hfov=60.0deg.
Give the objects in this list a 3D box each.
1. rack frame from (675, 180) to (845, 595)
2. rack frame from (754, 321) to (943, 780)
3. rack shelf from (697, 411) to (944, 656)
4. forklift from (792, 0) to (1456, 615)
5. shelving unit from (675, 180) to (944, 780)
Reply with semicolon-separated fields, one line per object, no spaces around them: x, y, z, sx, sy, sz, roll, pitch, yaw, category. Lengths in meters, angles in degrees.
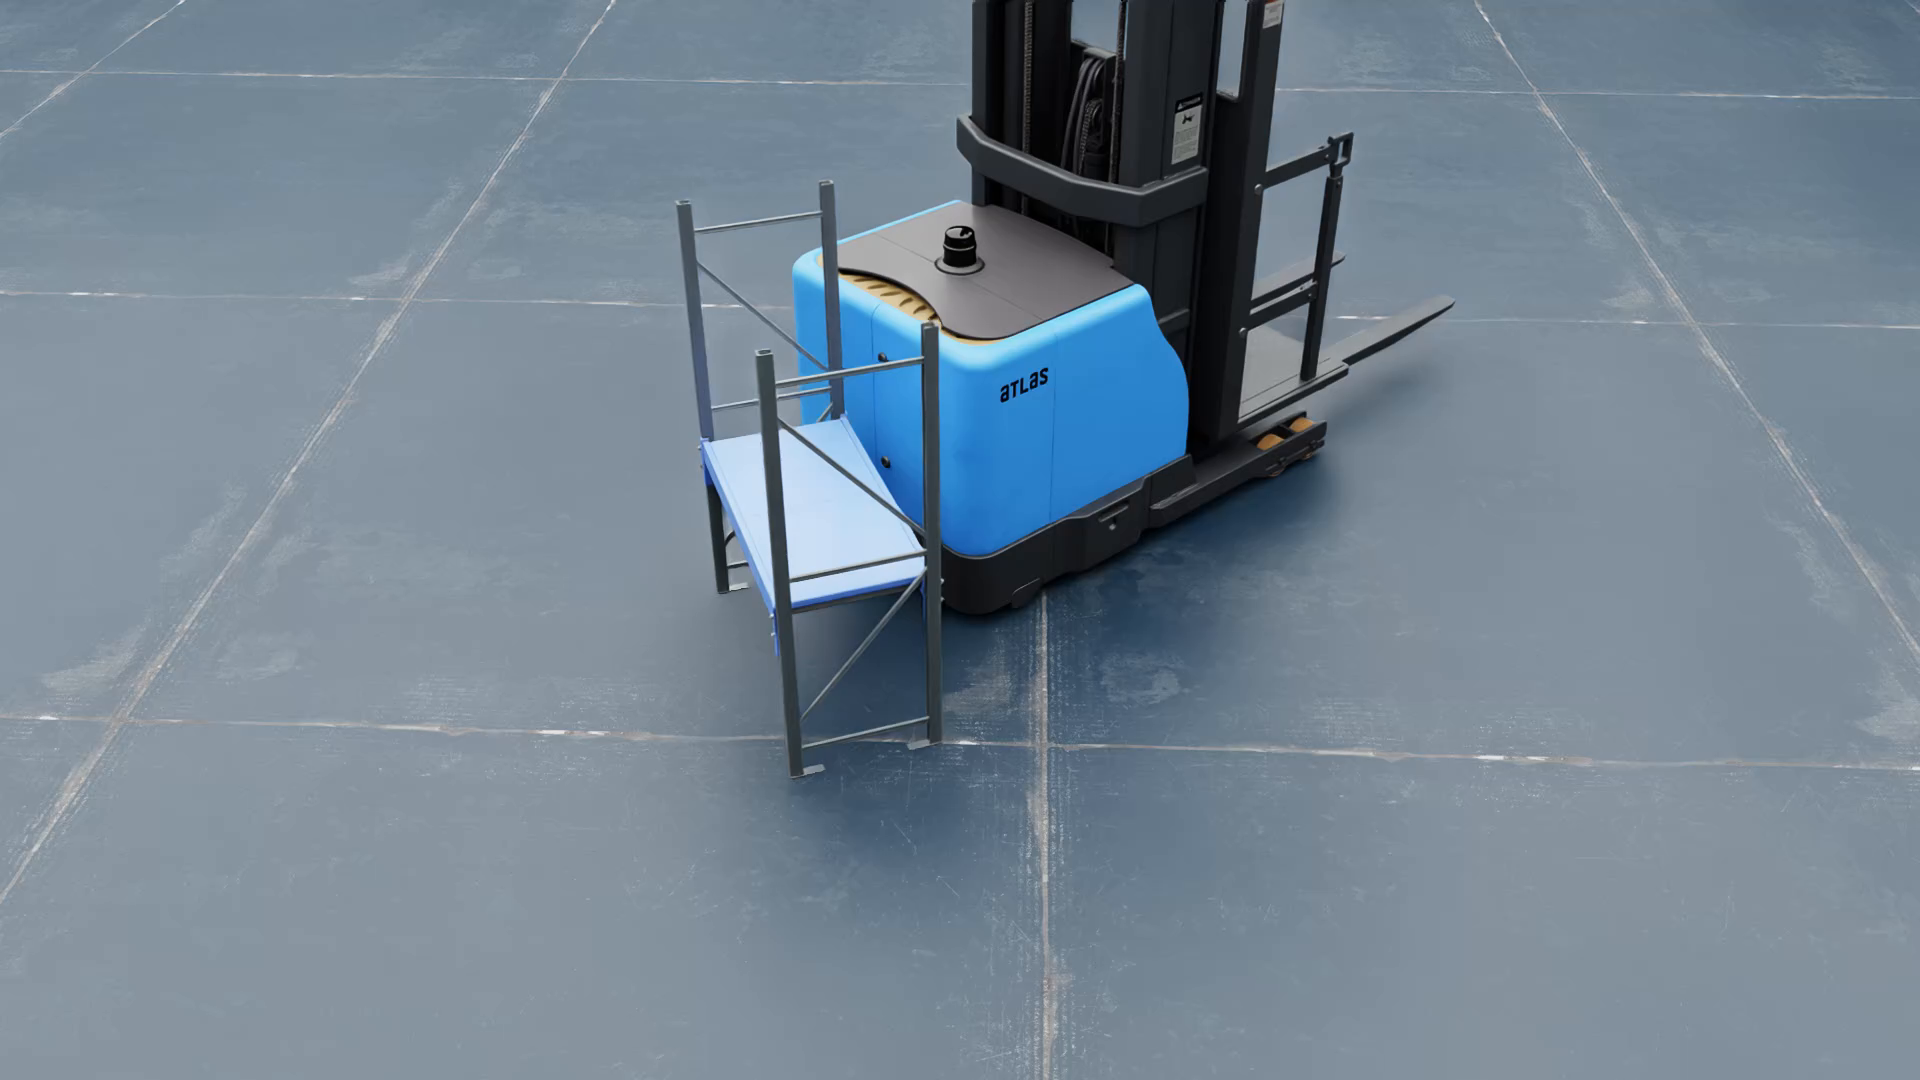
-0.637;-0.472;5.617;0.500;1.500;0.032;-12;37;-16;rack frame
-0.297;0.079;4.833;0.500;1.500;0.032;-12;37;-16;rack frame
-0.467;-0.049;5.328;0.538;0.185;1.000;-12;37;-16;rack shelf
0.841;-1.655;6.056;3.031;2.935;1.130;-27;43;-33;forklift
-0.467;-0.196;5.225;0.538;1.500;1.048;-12;37;-16;shelving unit
